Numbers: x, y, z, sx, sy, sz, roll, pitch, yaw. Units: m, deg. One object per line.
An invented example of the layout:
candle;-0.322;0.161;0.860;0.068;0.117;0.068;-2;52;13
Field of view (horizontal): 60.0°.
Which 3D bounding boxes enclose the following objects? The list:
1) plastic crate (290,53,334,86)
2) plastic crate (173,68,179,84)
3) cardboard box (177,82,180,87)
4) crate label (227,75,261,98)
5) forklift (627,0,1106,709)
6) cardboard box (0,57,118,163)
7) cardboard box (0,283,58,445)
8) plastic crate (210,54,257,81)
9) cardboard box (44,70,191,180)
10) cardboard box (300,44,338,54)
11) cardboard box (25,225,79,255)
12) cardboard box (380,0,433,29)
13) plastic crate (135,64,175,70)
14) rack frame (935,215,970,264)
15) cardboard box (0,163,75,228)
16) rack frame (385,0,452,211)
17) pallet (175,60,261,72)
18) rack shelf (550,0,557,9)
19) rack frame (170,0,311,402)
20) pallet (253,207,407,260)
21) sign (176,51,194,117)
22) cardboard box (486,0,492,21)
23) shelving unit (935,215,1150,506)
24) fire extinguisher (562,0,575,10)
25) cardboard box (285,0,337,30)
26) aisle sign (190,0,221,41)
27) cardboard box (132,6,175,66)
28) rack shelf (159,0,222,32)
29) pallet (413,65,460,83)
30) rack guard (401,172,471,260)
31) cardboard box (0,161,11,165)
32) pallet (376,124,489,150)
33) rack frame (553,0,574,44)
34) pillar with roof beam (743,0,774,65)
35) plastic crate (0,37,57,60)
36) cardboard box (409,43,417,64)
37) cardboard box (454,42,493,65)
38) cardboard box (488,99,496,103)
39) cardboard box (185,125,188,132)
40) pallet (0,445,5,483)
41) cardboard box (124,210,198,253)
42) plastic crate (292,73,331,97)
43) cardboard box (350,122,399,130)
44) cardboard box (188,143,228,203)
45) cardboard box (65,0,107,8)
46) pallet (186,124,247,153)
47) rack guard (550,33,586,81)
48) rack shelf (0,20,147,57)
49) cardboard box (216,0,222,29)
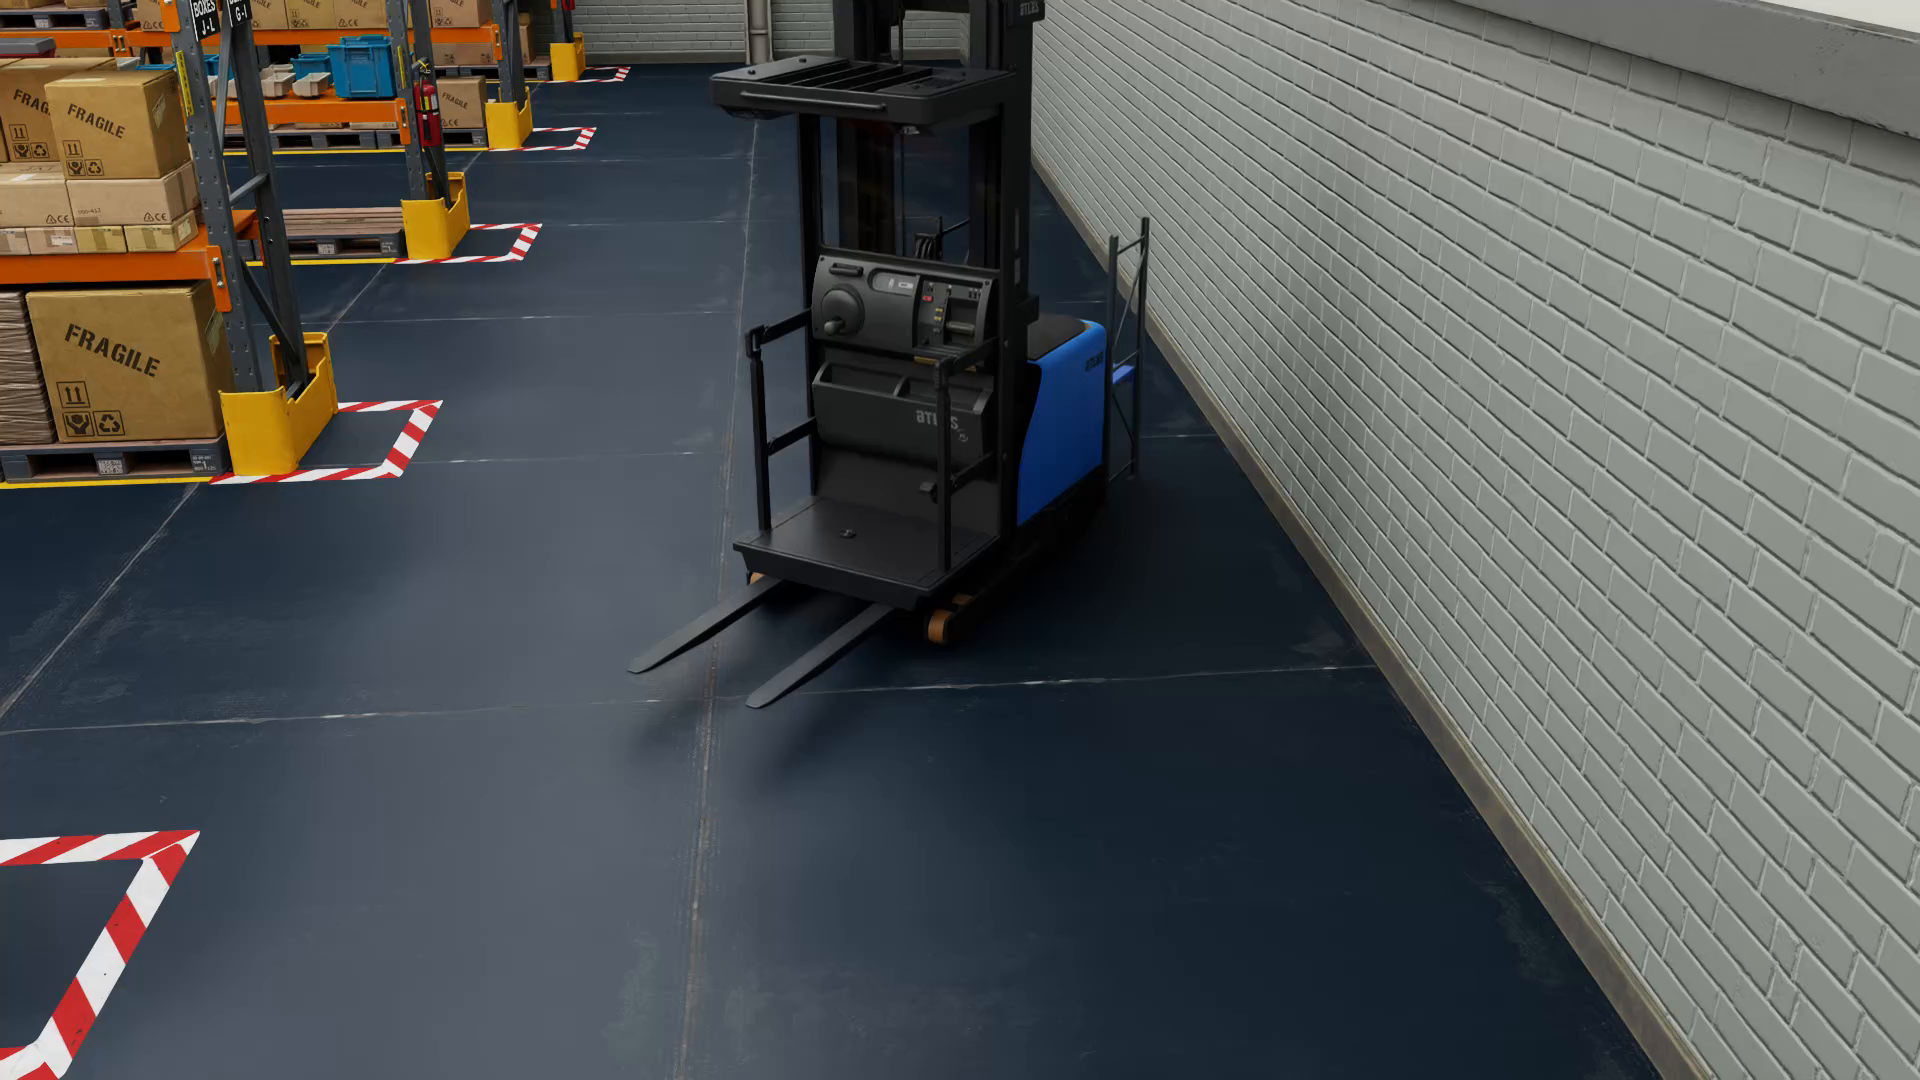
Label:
plastic crate;-5.525;-4.027;14.248;0.300;0.233;0.416;-2;24;-5
plastic crate;-6.869;-3.917;14.120;0.466;0.136;0.293;-2;24;-5
cardboard box;-8.517;-5.018;18.882;0.500;0.500;0.500;-2;24;-5
crate label;-5.951;-3.753;13.752;0.243;0.136;0.396;-2;24;-5
forklift;-0.376;-1.062;7.532;1.130;2.935;3.031;13;27;26
cardboard box;-5.107;-2.457;9.480;0.500;0.500;0.500;-3;24;-6
cardboard box;-5.640;-1.104;9.639;0.875;0.875;0.875;-2;24;-5
plastic crate;-6.181;-4.000;14.189;0.300;0.233;0.416;-2;24;-5
cardboard box;-4.564;-2.261;9.039;0.500;0.500;0.500;-2;24;-4
cardboard box;-8.792;-6.862;23.055;0.500;0.500;0.700;-2;24;-4
cardboard box;-4.937;-1.694;9.177;0.250;0.149;0.380;-2;24;-5
cardboard box;-6.010;-5.877;18.155;0.500;0.500;0.500;-2;24;-5
plastic crate;-6.611;-3.744;13.613;0.300;0.233;0.416;-2;24;-5
rack frame;-0.009;-1.155;9.502;0.032;1.500;0.500;12;26;24
cardboard box;-5.066;-1.898;9.145;0.500;0.250;0.500;-3;24;-6
rack frame;-4.592;-3.979;14.008;0.127;3.000;1.000;-2;24;-5
pallet;-10.307;-6.488;23.087;1.213;0.211;1.003;-2;24;-5
rack shelf;-7.556;-7.575;22.984;4.000;0.370;1.077;-2;24;-5
rack frame;-4.105;-1.977;9.504;0.127;3.000;1.000;-2;24;-5
pallet;-5.417;-2.687;14.536;1.213;0.211;1.003;-2;24;-5
sign;-4.066;-2.394;8.726;0.005;0.325;0.100;-2;24;-5
cardboard box;-5.543;-6.116;18.693;0.500;0.500;0.500;-2;24;-4
shelving unit;0.445;-1.062;9.292;1.048;1.500;0.538;12;26;24
fire extinguisher;-5.370;-7.597;22.703;0.183;0.674;0.296;-2;24;-5
cardboard box;-7.009;-5.839;18.071;0.500;0.500;0.500;-3;24;-6
aisle sign;-4.004;-3.046;8.710;0.004;0.787;0.394;-2;24;-5
cardboard box;-11.065;-6.918;22.751;0.750;0.750;0.750;-2;24;-4
rack shelf;-6.096;-2.939;8.862;4.000;0.370;1.077;-2;24;-5
pallet;-7.565;-6.598;23.334;1.213;0.211;1.003;-2;24;-5
rack guard;-4.570;-2.843;14.530;0.348;0.500;1.175;-2;24;-5
cardboard box;-5.627;-2.092;9.582;0.500;0.250;0.500;-3;24;-7
pallet;-5.944;-4.671;19.000;1.213;0.211;1.003;-2;24;-5
rack frame;-5.566;-7.983;23.018;0.127;3.000;1.000;-2;24;-5
pillar with roof beam;-2.541;-9.442;18.913;0.400;9.000;9.100;-2;24;-5
plastic crate;-7.660;-3.810;13.476;0.583;0.464;0.402;-2;24;-5
cardboard box;-7.781;-6.900;23.141;0.500;0.500;0.700;-2;24;-4
cardboard box;-6.751;-6.944;23.241;0.500;0.500;0.700;-2;24;-5
cardboard box;-5.526;-5.002;19.278;0.250;0.149;0.380;-2;24;-5
cardboard box;-8.617;-4.723;18.452;0.500;0.311;0.500;-2;24;-5
pallet;-6.105;-0.592;9.821;1.213;0.211;1.003;-2;24;-5
cardboard box;-4.427;-1.715;9.224;0.250;0.149;0.380;-2;24;-4
plastic crate;-5.386;-3.780;13.812;0.243;0.136;0.396;-2;24;-5
cardboard box;-6.541;-4.779;18.652;0.500;0.250;0.500;-2;24;-5
cardboard box;-4.610;-2.134;9.677;0.500;0.250;0.500;-3;24;-7
cardboard box;-9.549;-6.130;18.209;0.500;0.500;0.700;-11;26;-23
pallet;-8.372;-4.574;18.781;1.213;0.211;1.003;-2;24;-5
rack guard;-5.542;-6.842;23.528;0.348;0.500;1.175;-2;24;-5
rack shelf;-11.046;-5.413;18.121;4.000;0.370;1.077;-2;24;-5
cardboard box;-8.013;-5.799;17.981;0.500;0.500;0.500;-2;24;-4
